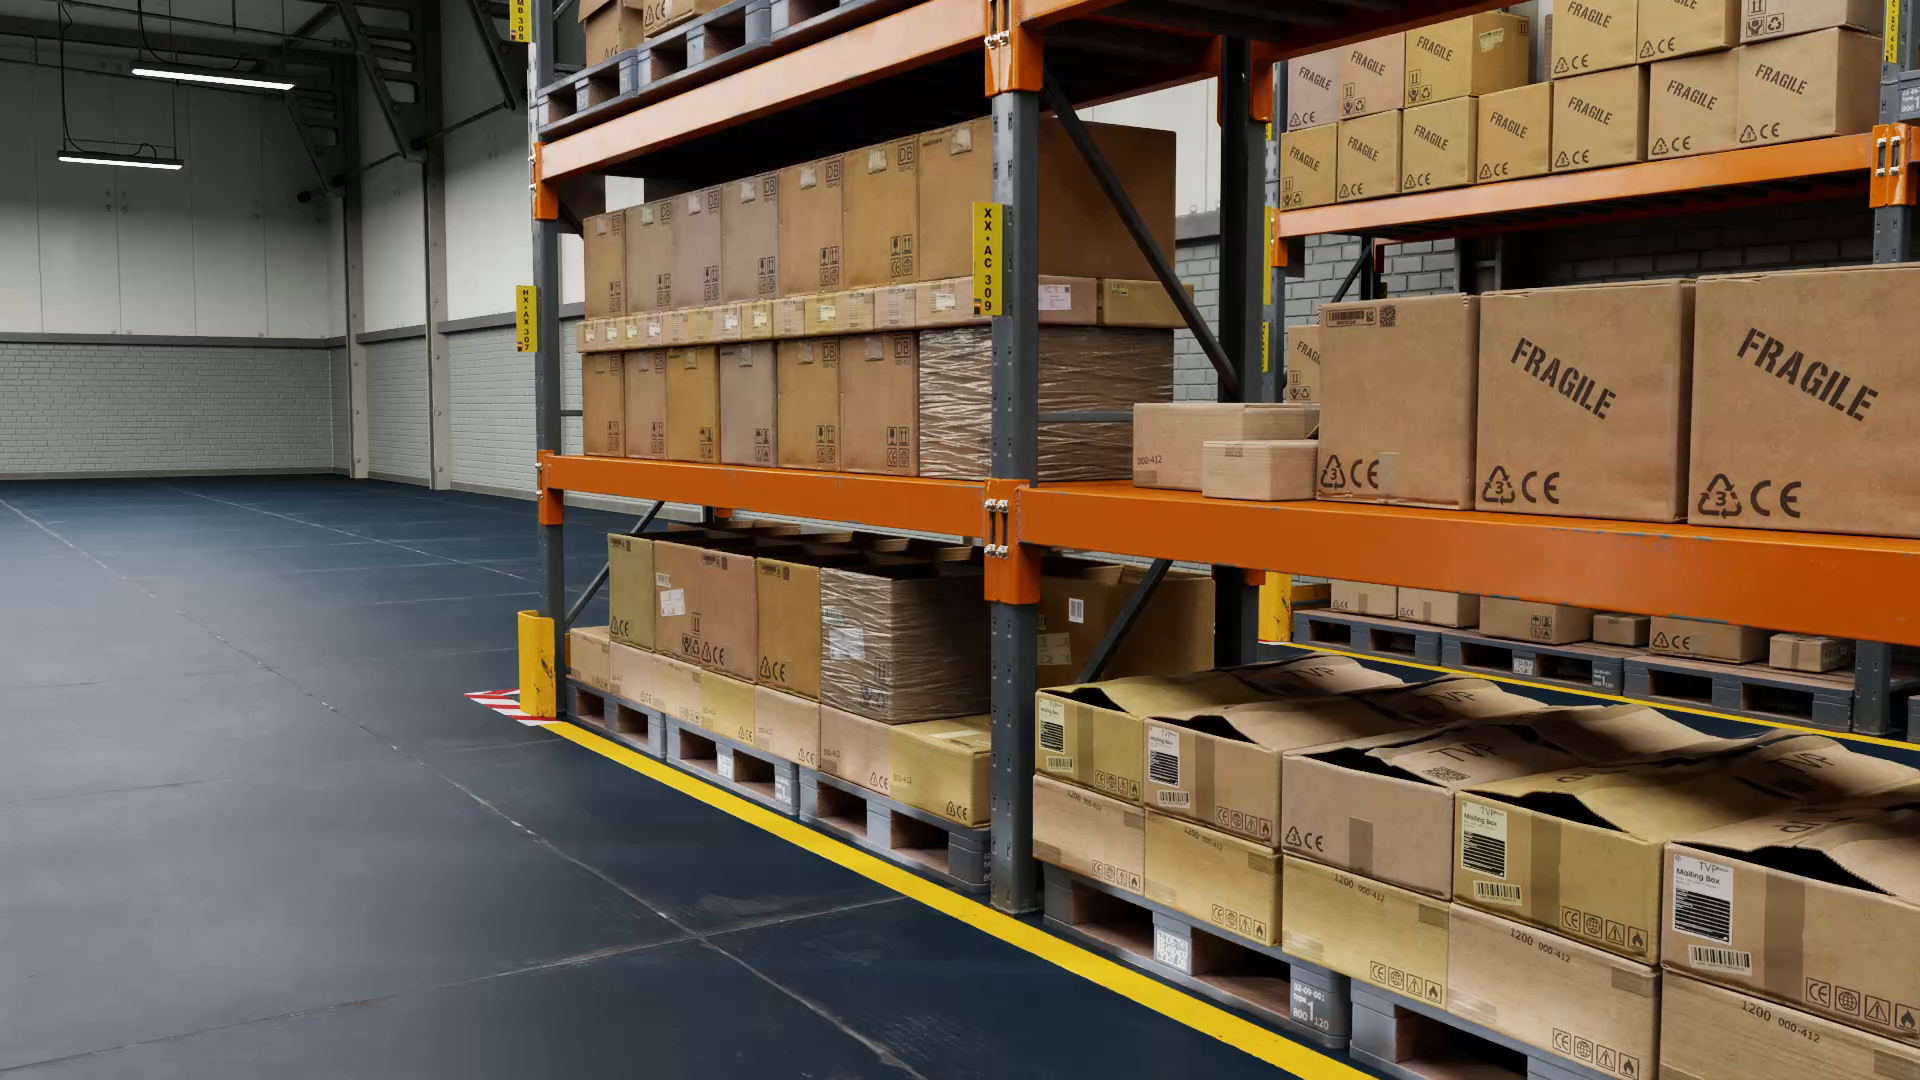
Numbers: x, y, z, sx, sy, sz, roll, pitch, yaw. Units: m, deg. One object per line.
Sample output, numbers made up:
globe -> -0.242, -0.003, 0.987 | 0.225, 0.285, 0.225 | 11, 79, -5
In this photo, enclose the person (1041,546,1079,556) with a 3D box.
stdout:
person -> 0.395, -0.013, 8.323 | 0.493, 1.779, 0.574 | -3, 6, -35
